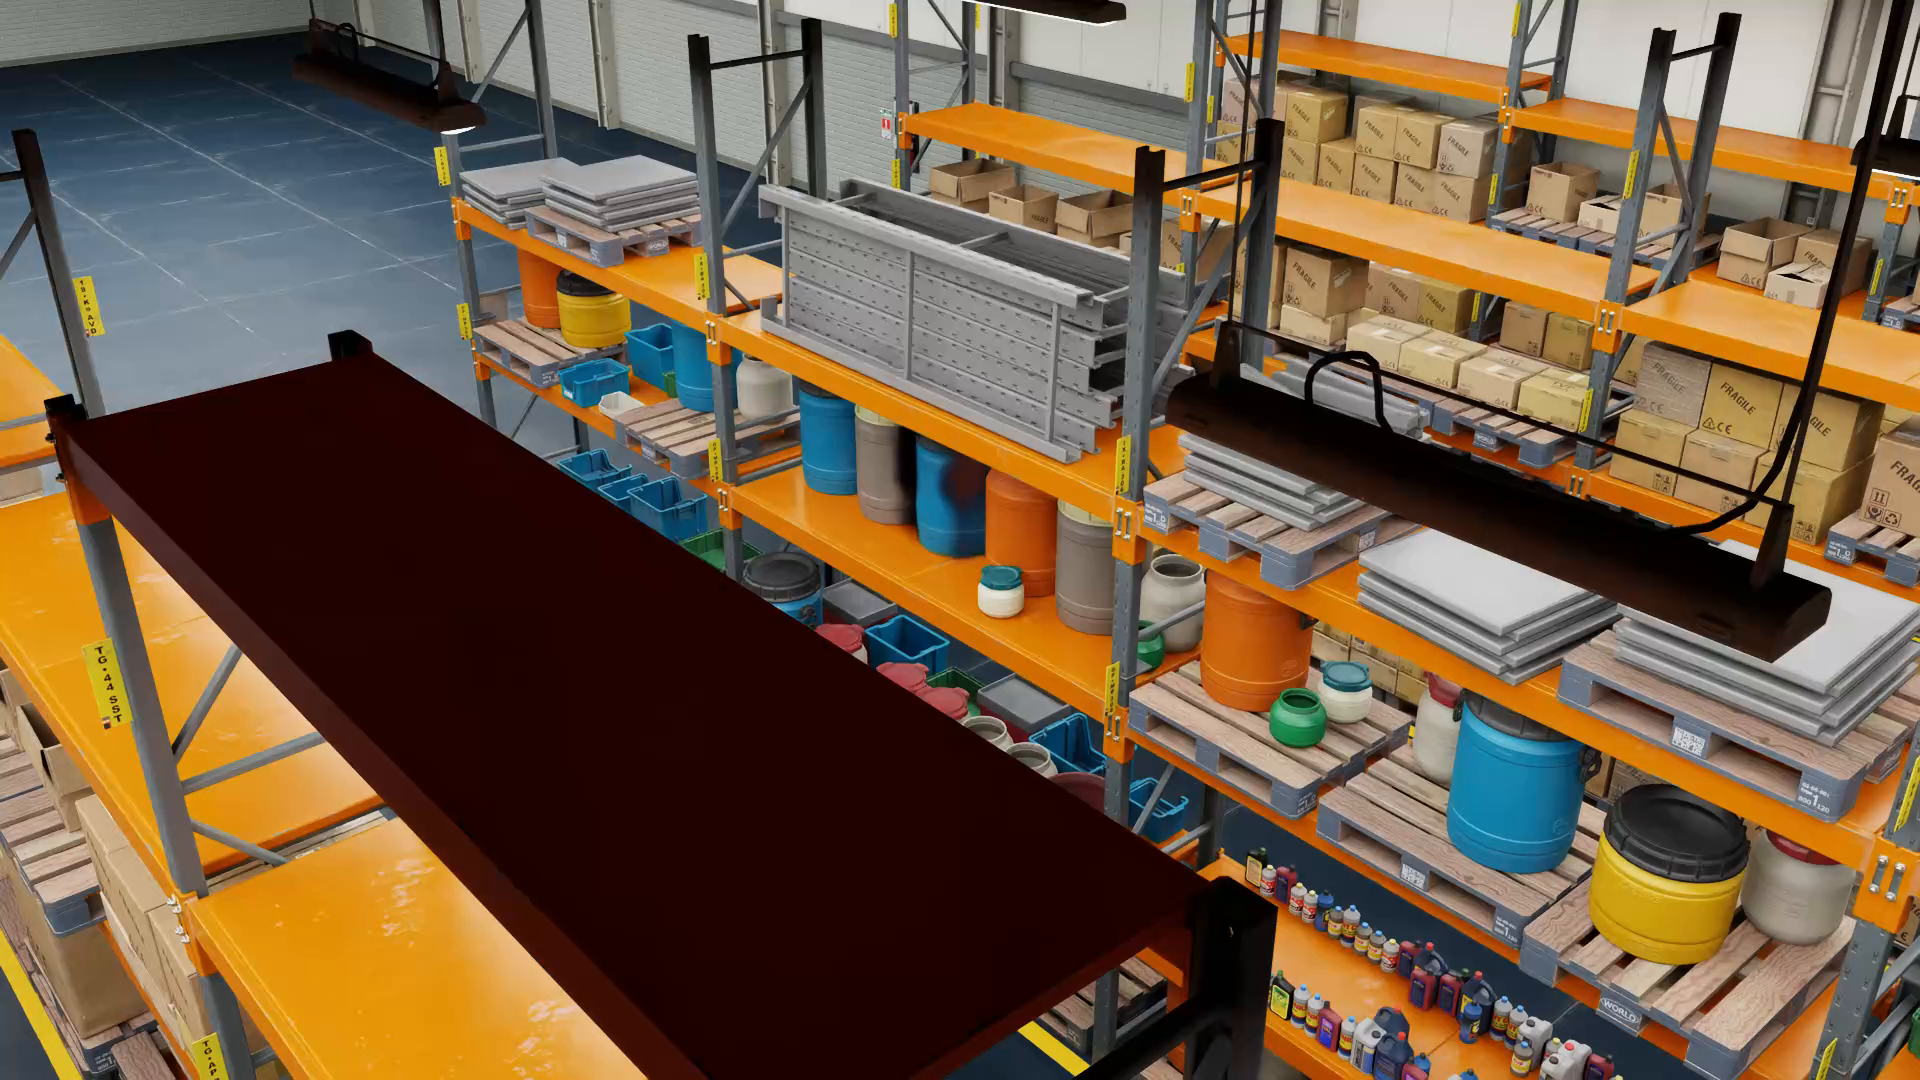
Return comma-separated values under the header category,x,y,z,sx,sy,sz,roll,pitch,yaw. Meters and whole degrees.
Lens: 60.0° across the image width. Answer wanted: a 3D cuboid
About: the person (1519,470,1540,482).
category,x,y,z,sx,sy,sz,roll,pitch,yaw
person,5.268,-0.017,15.903,0.478,1.620,0.453,1,27,2
